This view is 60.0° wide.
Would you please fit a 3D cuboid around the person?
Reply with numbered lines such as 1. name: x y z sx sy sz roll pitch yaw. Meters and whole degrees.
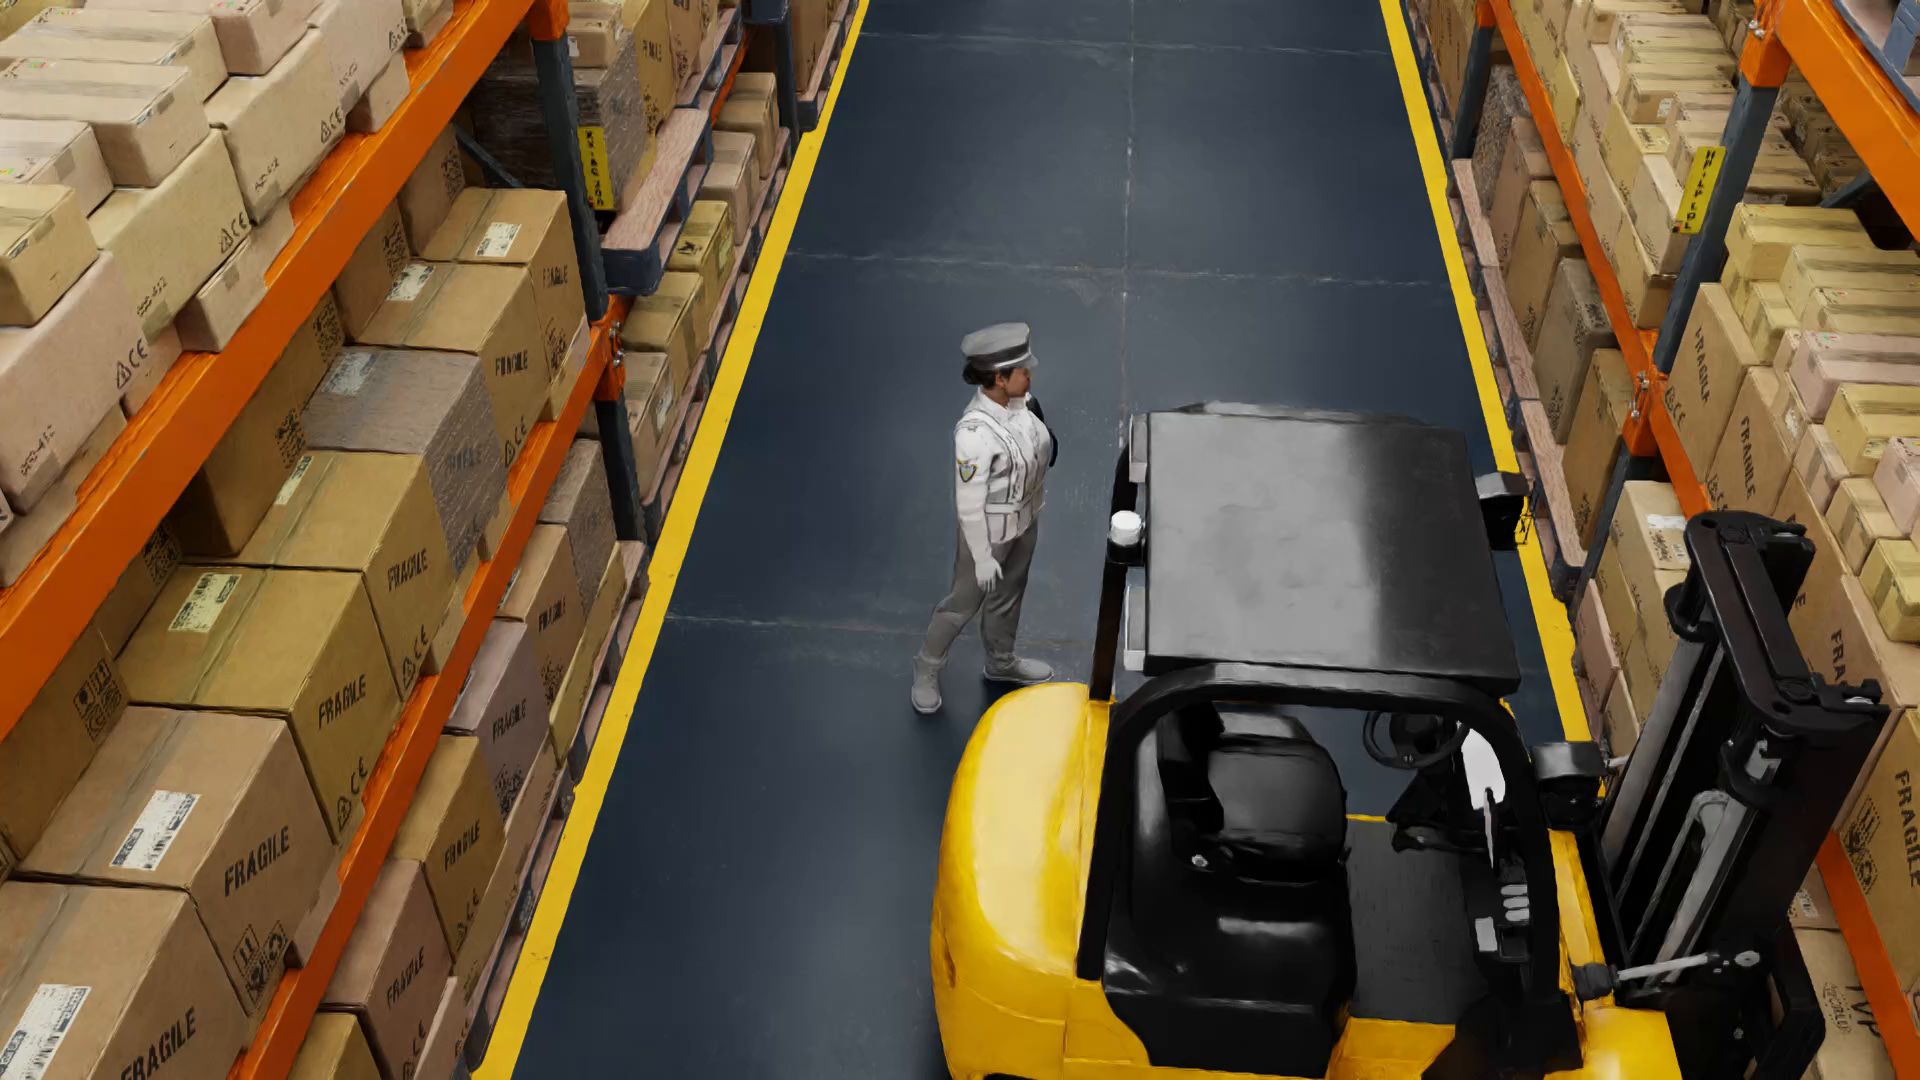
1. person: 0.098 -0.081 6.243 0.514 1.677 0.638 18 44 20
